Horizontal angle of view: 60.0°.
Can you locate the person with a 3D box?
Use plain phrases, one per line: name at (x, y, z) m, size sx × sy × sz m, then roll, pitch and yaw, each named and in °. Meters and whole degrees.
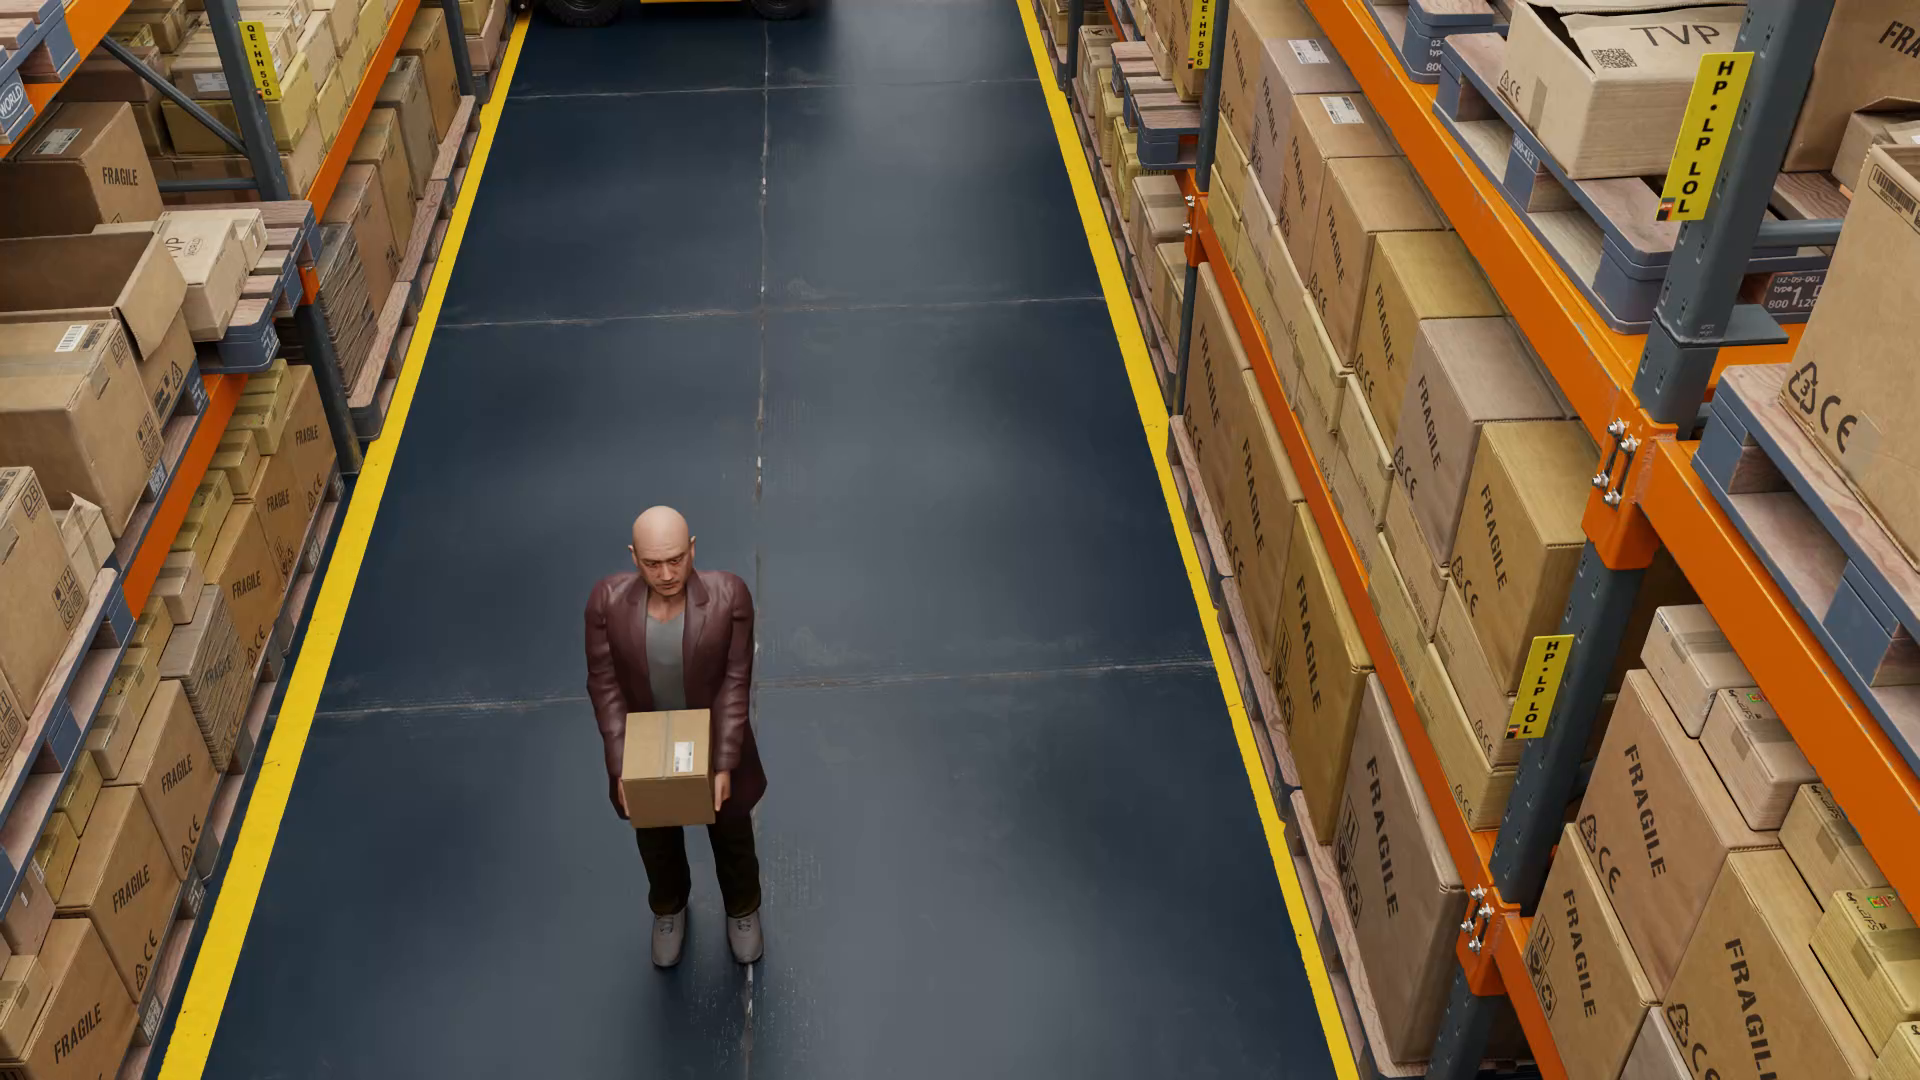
person at (-0.879, 0.716, 5.272) m, size 0.526 × 1.776 × 0.545 m, roll -3°, pitch 39°, yaw -3°
